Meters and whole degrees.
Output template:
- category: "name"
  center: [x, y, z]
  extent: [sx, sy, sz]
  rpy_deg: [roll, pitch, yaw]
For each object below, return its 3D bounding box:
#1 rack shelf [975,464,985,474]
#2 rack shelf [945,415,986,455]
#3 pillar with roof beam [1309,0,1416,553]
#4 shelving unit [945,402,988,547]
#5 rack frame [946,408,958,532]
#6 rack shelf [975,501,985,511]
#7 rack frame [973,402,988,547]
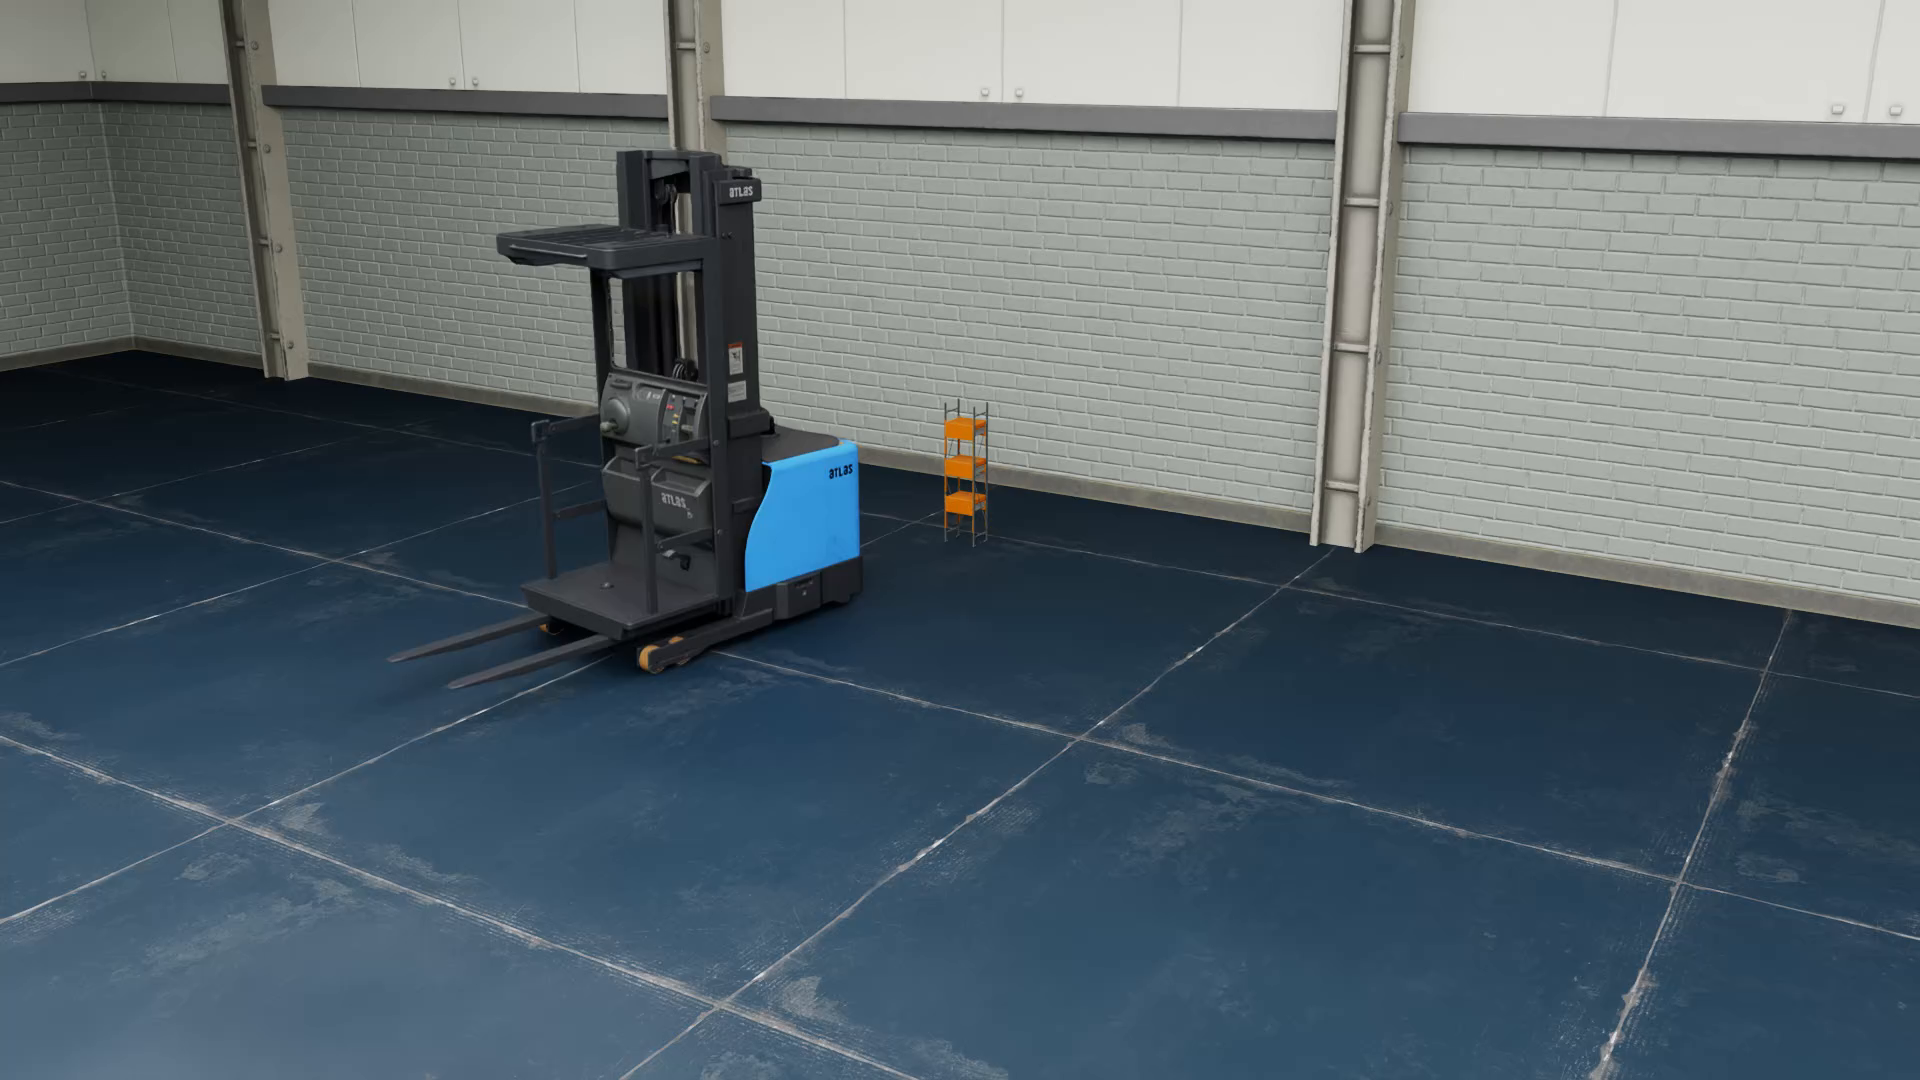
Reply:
- category: "rack shelf"
  center: [0.046, -0.532, 12.190]
  extent: [0.221, 0.050, 0.166]
  rpy_deg: [10, 20, 30]
- category: "rack shelf"
  center: [0.046, -0.756, 12.122]
  extent: [0.240, 0.259, 0.215]
  rpy_deg: [10, 20, 30]
- category: "pillar with roof beam"
  center: [0.574, -3.214, 7.479]
  extent: [0.400, 9.000, 9.100]
  rpy_deg: [10, 20, 30]
- category: "shelving unit"
  center: [0.047, -0.494, 12.201]
  extent: [0.249, 1.050, 0.215]
  rpy_deg: [10, 20, 30]
- category: "rack frame"
  center: [-0.059, -0.513, 12.262]
  extent: [0.003, 0.915, 0.190]
  rpy_deg: [10, 20, 30]
- category: "rack shelf"
  center: [0.046, -0.266, 12.271]
  extent: [0.221, 0.050, 0.166]
  rpy_deg: [10, 20, 30]
- category: "rack frame"
  center: [0.150, -0.476, 12.141]
  extent: [0.008, 1.050, 0.200]
  rpy_deg: [10, 20, 30]
